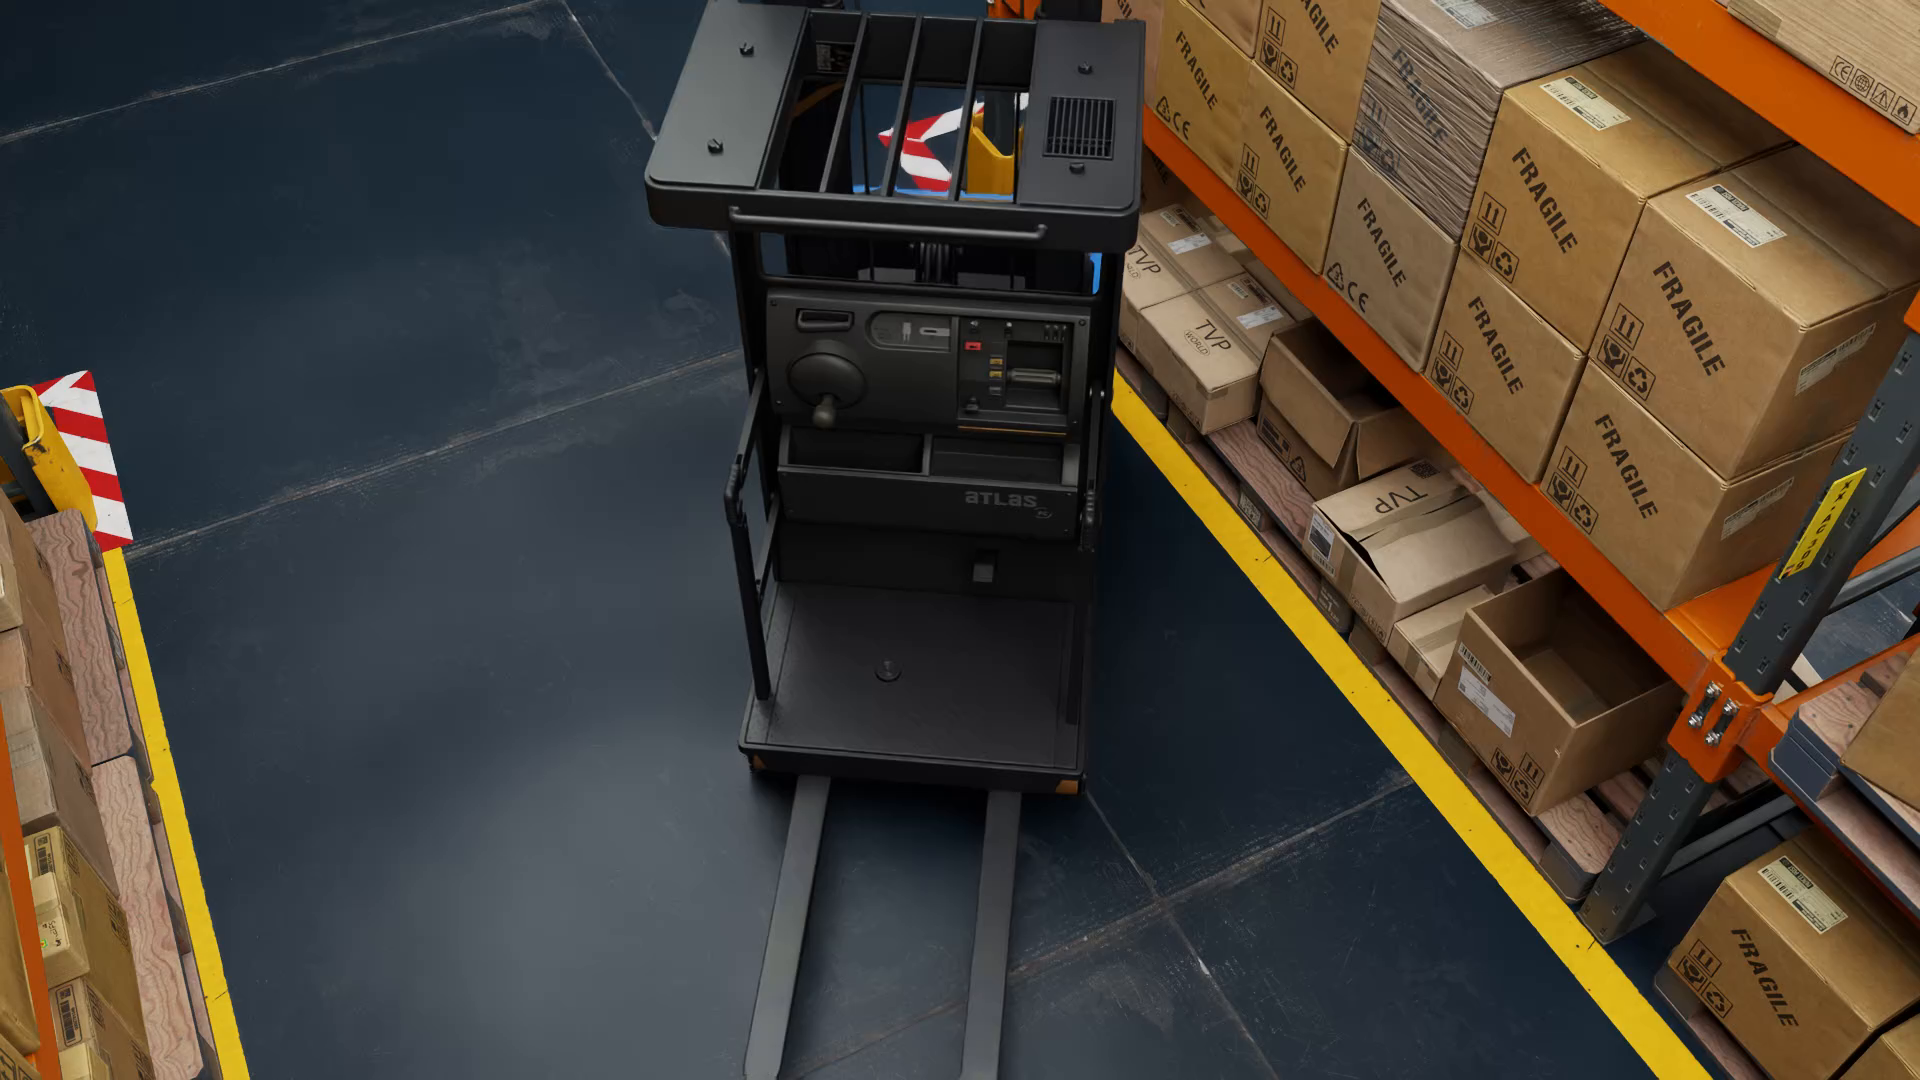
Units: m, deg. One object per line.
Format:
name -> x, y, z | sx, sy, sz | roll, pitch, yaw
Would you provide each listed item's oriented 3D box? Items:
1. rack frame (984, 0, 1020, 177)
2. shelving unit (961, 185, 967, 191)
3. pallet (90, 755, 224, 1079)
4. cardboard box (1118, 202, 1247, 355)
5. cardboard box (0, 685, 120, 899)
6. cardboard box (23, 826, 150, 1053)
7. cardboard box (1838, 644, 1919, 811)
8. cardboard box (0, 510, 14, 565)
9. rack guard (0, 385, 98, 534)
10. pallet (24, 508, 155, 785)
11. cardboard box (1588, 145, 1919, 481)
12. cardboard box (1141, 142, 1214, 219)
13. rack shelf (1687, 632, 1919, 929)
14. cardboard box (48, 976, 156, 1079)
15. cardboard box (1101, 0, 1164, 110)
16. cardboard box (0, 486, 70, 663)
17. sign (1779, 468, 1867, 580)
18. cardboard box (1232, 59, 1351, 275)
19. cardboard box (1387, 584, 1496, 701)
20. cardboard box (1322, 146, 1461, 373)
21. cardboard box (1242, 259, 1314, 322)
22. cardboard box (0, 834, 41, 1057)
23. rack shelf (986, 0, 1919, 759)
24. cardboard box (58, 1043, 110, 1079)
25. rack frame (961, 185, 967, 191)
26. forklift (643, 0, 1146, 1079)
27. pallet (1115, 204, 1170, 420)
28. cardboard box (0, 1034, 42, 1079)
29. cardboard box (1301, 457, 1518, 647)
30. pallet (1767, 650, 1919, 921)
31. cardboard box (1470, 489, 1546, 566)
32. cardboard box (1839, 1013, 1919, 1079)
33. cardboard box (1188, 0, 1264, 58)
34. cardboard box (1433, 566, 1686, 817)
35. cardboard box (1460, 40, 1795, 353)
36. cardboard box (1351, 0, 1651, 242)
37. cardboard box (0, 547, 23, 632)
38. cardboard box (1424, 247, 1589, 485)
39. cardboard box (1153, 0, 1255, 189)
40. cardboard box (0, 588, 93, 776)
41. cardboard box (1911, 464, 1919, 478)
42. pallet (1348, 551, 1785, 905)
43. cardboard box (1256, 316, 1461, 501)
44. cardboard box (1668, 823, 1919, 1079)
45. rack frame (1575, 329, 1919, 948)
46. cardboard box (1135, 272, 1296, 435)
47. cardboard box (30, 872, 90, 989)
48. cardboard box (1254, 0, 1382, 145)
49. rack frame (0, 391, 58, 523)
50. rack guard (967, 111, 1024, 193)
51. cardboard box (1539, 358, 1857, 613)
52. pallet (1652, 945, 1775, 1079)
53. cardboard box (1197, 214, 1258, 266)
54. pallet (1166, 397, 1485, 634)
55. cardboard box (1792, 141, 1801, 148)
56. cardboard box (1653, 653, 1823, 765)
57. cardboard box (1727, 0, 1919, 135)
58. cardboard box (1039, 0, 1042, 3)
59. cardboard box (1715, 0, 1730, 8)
rack frame -> 0.573, -2.617, 6.546 | 1.000, 3.000, 0.127 | -21, 52, -18
shelving unit -> 0.114, -0.941, 6.476 | 0.258, 0.900, 0.210 | 4, 49, 4
pallet -> -2.840, 1.333, 4.944 | 1.003, 0.211, 1.213 | -21, 52, -18
cardboard box -> 0.799, -1.061, 6.719 | 0.500, 0.250, 0.500 | -21, 52, -18
cardboard box -> -2.961, 0.881, 4.868 | 0.700, 0.500, 0.500 | -23, 53, -19
cardboard box -> -2.710, 1.236, 4.558 | 0.700, 0.500, 0.500 | -20, 52, -17
cardboard box -> 2.421, 0.283, 3.665 | 0.500, 0.500, 0.700 | 35, 58, 27
cardboard box -> -3.200, 0.020, 5.191 | 0.380, 0.149, 0.250 | -22, 52, -18
rack guard -> -3.841, -0.102, 6.007 | 1.175, 0.500, 0.348 | -21, 52, -18
pallet -> -3.394, 0.518, 5.657 | 1.003, 0.211, 1.213 | -21, 52, -18
cardboard box -> 1.942, -0.552, 4.009 | 0.500, 0.500, 0.500 | -21, 52, -17
cardboard box -> 1.041, -1.660, 7.078 | 0.500, 0.500, 0.500 | -21, 52, -18
rack shelf -> 3.319, 1.635, 3.305 | 1.077, 0.370, 4.000 | -21, 52, -18
cardboard box -> -2.477, 1.580, 4.257 | 0.700, 0.500, 0.500 | -22, 52, -18
cardboard box -> 0.783, -1.919, 5.869 | 0.500, 0.500, 0.500 | -22, 52, -18
cardboard box -> -3.420, 0.210, 5.455 | 0.700, 0.500, 0.500 | -21, 52, -18
sign -> 1.925, -0.033, 3.711 | 0.100, 0.325, 0.005 | -21, 52, -18
cardboard box -> 1.237, -1.247, 5.281 | 0.500, 0.500, 0.500 | -21, 52, -17
cardboard box -> 1.666, 0.340, 5.562 | 0.380, 0.149, 0.250 | -21, 52, -18
cardboard box -> 1.472, -0.907, 4.984 | 0.500, 0.500, 0.500 | -20, 52, -17
cardboard box -> 1.449, -0.932, 6.607 | 0.500, 0.250, 0.500 | -21, 52, -18
cardboard box -> -2.562, 0.811, 3.349 | 0.980, 0.700, 0.700 | -22, 53, -18
rack shelf -> 1.488, -1.042, 5.646 | 1.077, 0.370, 4.000 | -21, 52, -18
cardboard box -> -2.245, 1.412, 3.973 | 0.380, 0.149, 0.250 | -20, 52, -16
rack frame -> 0.124, -1.018, 6.542 | 0.240, 0.900, 0.006 | 4, 49, 4
forklift -> -0.114, -0.399, 4.652 | 1.130, 2.935, 3.031 | 4, 49, 4
pallet -> 0.974, -1.115, 7.085 | 1.003, 0.211, 1.213 | -21, 52, -18
cardboard box -> -2.233, 1.301, 2.920 | 0.980, 0.700, 0.700 | -20, 52, -17
cardboard box -> 1.547, 0.015, 5.738 | 0.500, 0.311, 0.500 | -21, 52, -18
pallet -> 2.672, 0.695, 3.777 | 1.003, 0.211, 1.213 | -21, 52, -18
cardboard box -> 1.999, -0.083, 5.920 | 0.380, 0.166, 0.250 | -21, 52, -18
cardboard box -> 2.662, 1.499, 4.315 | 0.500, 0.500, 0.500 | -20, 52, -17
cardboard box -> 1.012, -1.908, 5.195 | 0.500, 0.500, 0.500 | -21, 52, -17
cardboard box -> 1.891, 0.454, 5.228 | 0.500, 0.500, 0.500 | -21, 52, -18
cardboard box -> 1.705, -0.894, 4.308 | 0.500, 0.500, 0.500 | -22, 52, -18
cardboard box -> 1.475, -1.231, 4.603 | 0.500, 0.500, 0.500 | -21, 52, -17
cardboard box -> -3.082, 0.191, 5.041 | 0.380, 0.149, 0.250 | -20, 52, -17
cardboard box -> 1.710, -0.564, 4.684 | 0.500, 0.500, 0.500 | -20, 52, -17
cardboard box -> 1.010, -1.582, 5.574 | 0.500, 0.500, 0.500 | -21, 52, -18
cardboard box -> -3.191, 0.545, 5.162 | 0.700, 0.500, 0.500 | -21, 52, -18
cardboard box -> 2.413, -0.408, 4.548 | 0.500, 0.500, 0.500 | -20, 52, -17
pallet -> 2.090, 0.518, 5.657 | 1.003, 0.211, 1.213 | -21, 52, -18
cardboard box -> 1.539, -0.519, 6.077 | 0.797, 0.503, 0.637 | -21, 52, -18
cardboard box -> 2.408, 1.146, 4.624 | 0.500, 0.500, 0.500 | -23, 53, -19
rack frame -> 2.404, 0.060, 4.205 | 1.000, 3.000, 0.127 | -21, 52, -18
cardboard box -> 1.027, -0.726, 6.427 | 0.500, 0.250, 0.500 | -21, 52, -18
cardboard box -> -2.484, 1.063, 4.279 | 0.380, 0.149, 0.250 | -23, 53, -19
cardboard box -> 1.246, -1.568, 4.898 | 0.500, 0.500, 0.500 | -22, 52, -18
rack frame -> -3.830, -0.909, 5.052 | 1.000, 3.000, 0.127 | -21, 52, -18
rack guard -> 0.608, -1.744, 7.443 | 1.175, 0.500, 0.348 | -21, 52, -18
cardboard box -> 1.947, -0.219, 4.383 | 0.500, 0.500, 0.500 | -20, 52, -17
pallet -> 2.809, 1.509, 4.790 | 1.003, 0.211, 1.213 | -21, 52, -18
cardboard box -> 1.146, -1.248, 6.939 | 0.380, 0.166, 0.250 | -21, 52, -18
pallet -> 1.528, -0.300, 6.372 | 1.003, 0.211, 1.213 | -21, 52, -18
cardboard box -> 2.202, -1.060, 4.453 | 0.500, 0.500, 0.500 | -23, 53, -19
cardboard box -> 2.404, 0.445, 5.362 | 0.500, 0.311, 0.500 | -21, 52, -18
cardboard box -> 1.945, -1.112, 3.337 | 0.500, 0.250, 0.500 | -21, 52, -18
cardboard box -> 0.542, -2.262, 6.170 | 0.500, 0.500, 0.500 | -20, 52, -17
cardboard box -> 1.725, -1.450, 3.633 | 0.500, 0.250, 0.500 | -21, 52, -18
